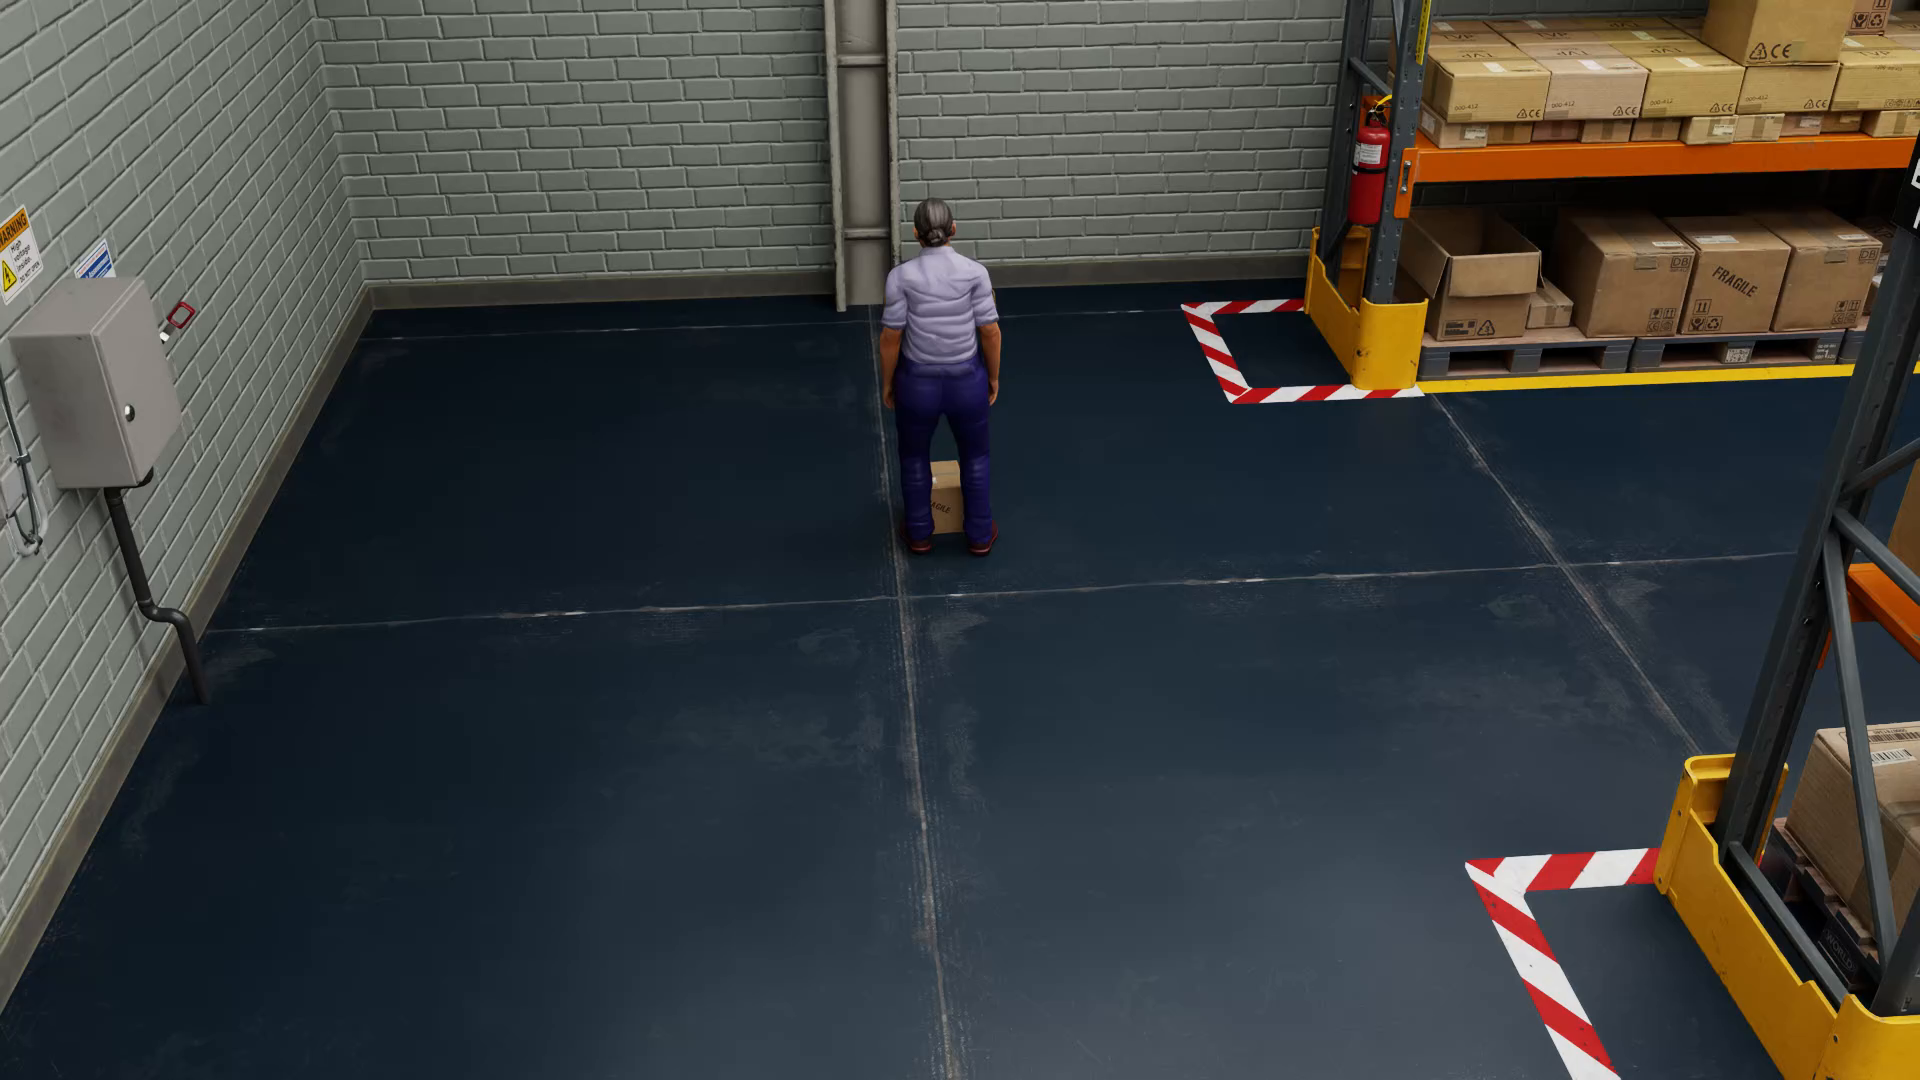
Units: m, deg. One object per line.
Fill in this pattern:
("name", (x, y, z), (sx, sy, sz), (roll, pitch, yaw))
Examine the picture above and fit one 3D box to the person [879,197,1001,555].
("person", (-0.082, -0.685, 7.268), (0.537, 1.651, 0.418), (-3, 31, -4))
